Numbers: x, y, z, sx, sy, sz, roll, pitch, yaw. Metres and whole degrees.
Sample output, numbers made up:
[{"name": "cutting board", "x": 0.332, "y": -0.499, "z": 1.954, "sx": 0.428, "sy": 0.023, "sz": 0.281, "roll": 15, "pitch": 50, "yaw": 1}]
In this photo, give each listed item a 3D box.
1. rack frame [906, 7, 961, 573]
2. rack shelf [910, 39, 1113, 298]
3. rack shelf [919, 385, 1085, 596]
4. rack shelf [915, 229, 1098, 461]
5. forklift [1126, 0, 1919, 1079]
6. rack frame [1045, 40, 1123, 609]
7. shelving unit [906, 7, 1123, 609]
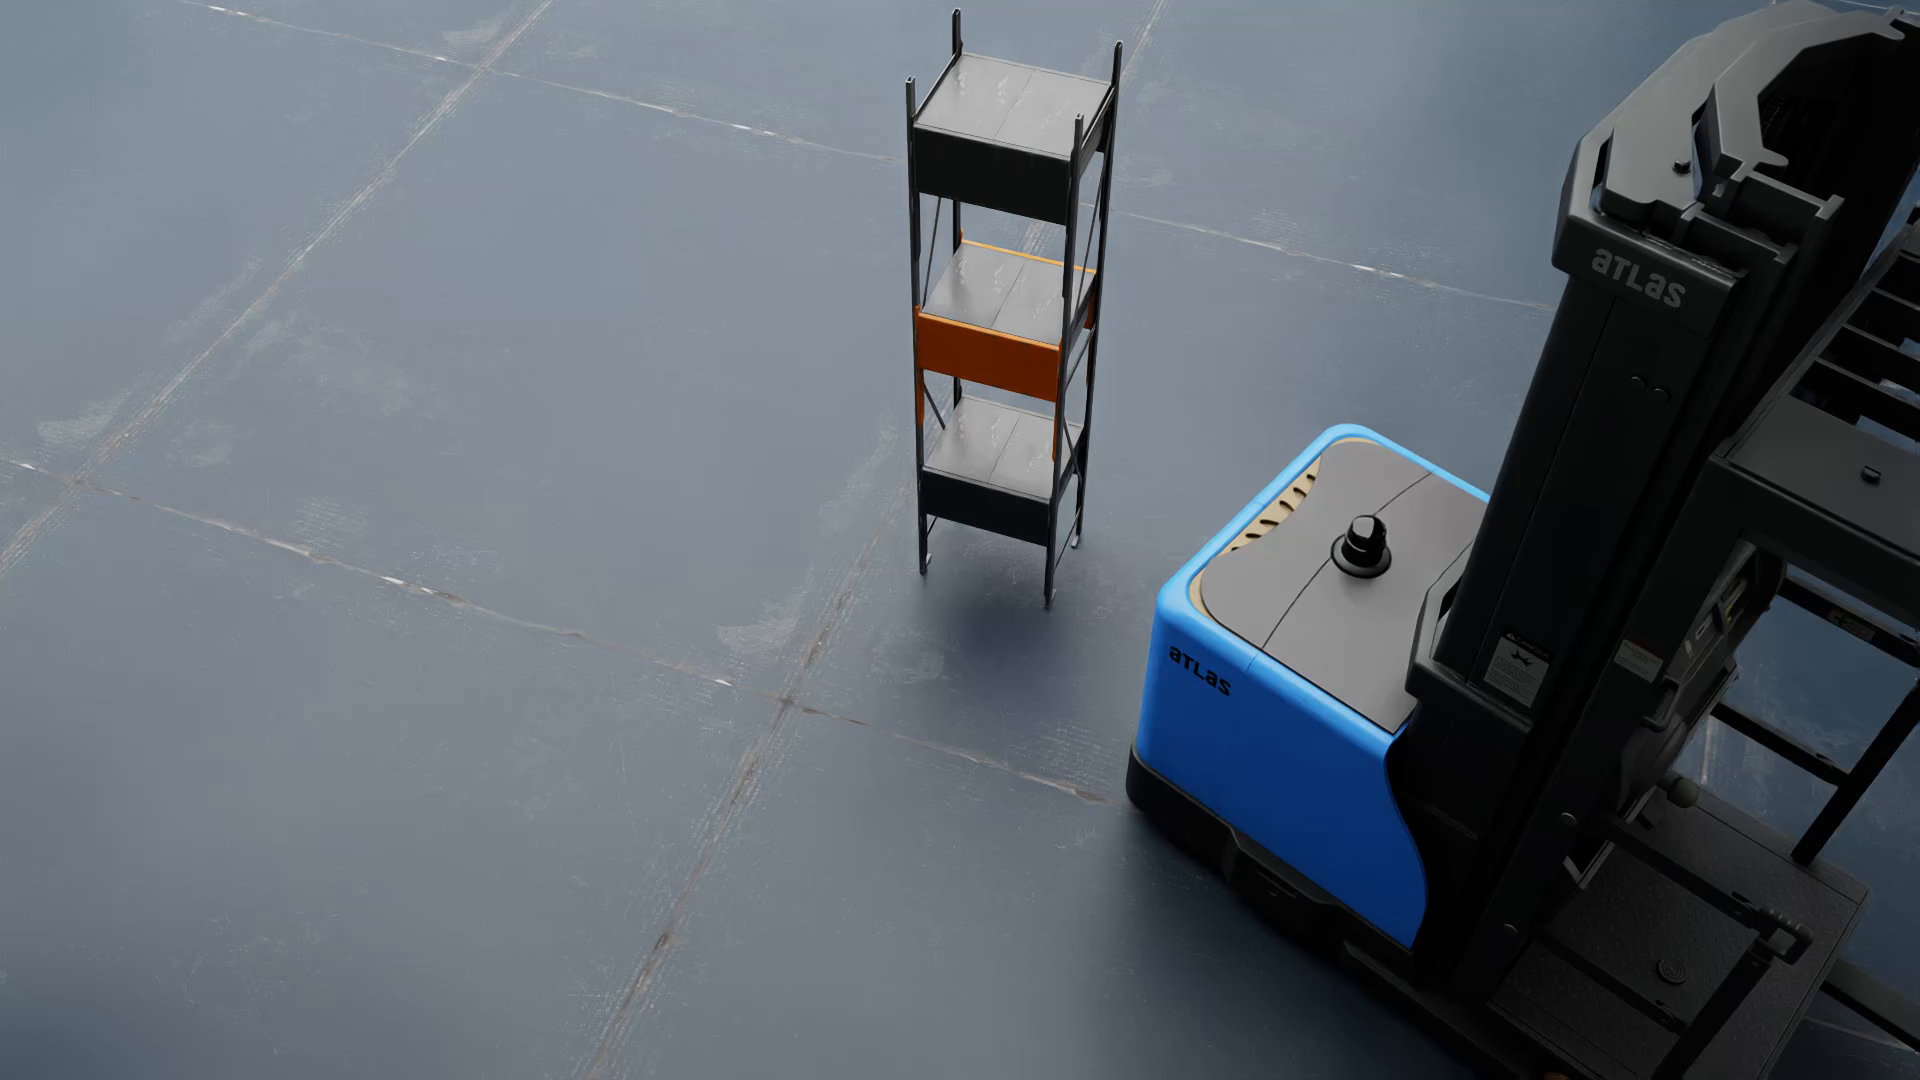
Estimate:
[{"name": "rack frame", "x": -0.074, "y": -0.708, "z": 5.474, "sx": 0.015, "sy": 2.100, "sz": 0.400, "roll": 16, "pitch": 51, "yaw": 13}, {"name": "rack shelf", "x": 0.155, "y": -1.094, "z": 4.900, "sx": 0.480, "sy": 0.518, "sz": 0.431, "roll": 16, "pitch": 51, "yaw": 13}, {"name": "rack shelf", "x": 0.155, "y": -0.177, "z": 5.958, "sx": 0.480, "sy": 0.518, "sz": 0.431, "roll": 16, "pitch": 51, "yaw": 13}, {"name": "rack shelf", "x": 0.155, "y": -0.635, "z": 5.429, "sx": 0.480, "sy": 0.518, "sz": 0.431, "roll": 16, "pitch": 51, "yaw": 13}, {"name": "forklift", "x": 1.980, "y": 0.368, "z": 3.992, "sx": 3.031, "sy": 2.935, "sz": 1.130, "roll": 34, "pitch": 57, "yaw": 26}, {"name": "rack frame", "x": 0.384, "y": -0.580, "z": 5.364, "sx": 0.015, "sy": 2.100, "sz": 0.400, "roll": 16, "pitch": 51, "yaw": 13}, {"name": "shelving unit", "x": 0.155, "y": -0.644, "z": 5.419, "sx": 0.503, "sy": 2.100, "sz": 0.431, "roll": 16, "pitch": 51, "yaw": 13}]
